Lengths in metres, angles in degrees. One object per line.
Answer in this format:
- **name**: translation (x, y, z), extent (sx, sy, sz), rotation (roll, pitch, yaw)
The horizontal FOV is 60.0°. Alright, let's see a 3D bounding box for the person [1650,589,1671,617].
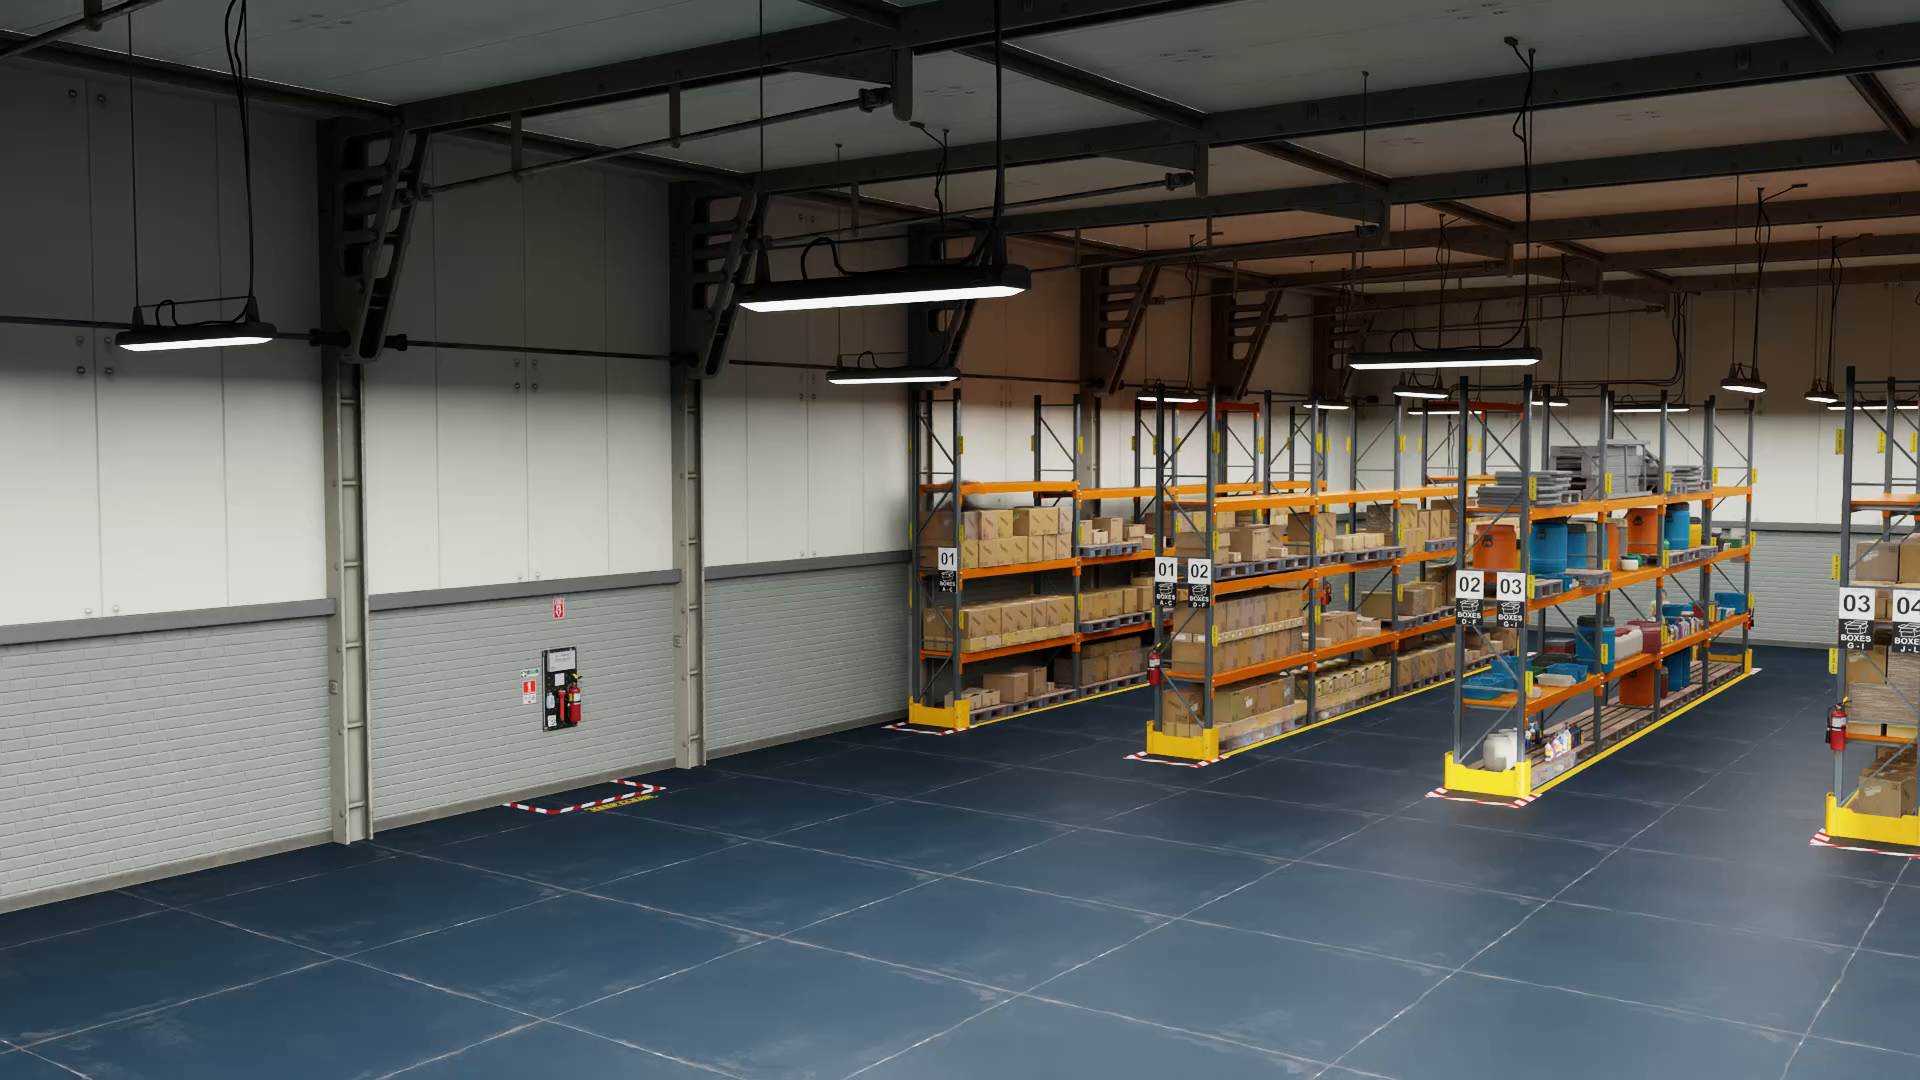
- **person**: translation (16.271, 1.972, 38.548), extent (0.478, 1.681, 0.395), rotation (1, 3, 13)
